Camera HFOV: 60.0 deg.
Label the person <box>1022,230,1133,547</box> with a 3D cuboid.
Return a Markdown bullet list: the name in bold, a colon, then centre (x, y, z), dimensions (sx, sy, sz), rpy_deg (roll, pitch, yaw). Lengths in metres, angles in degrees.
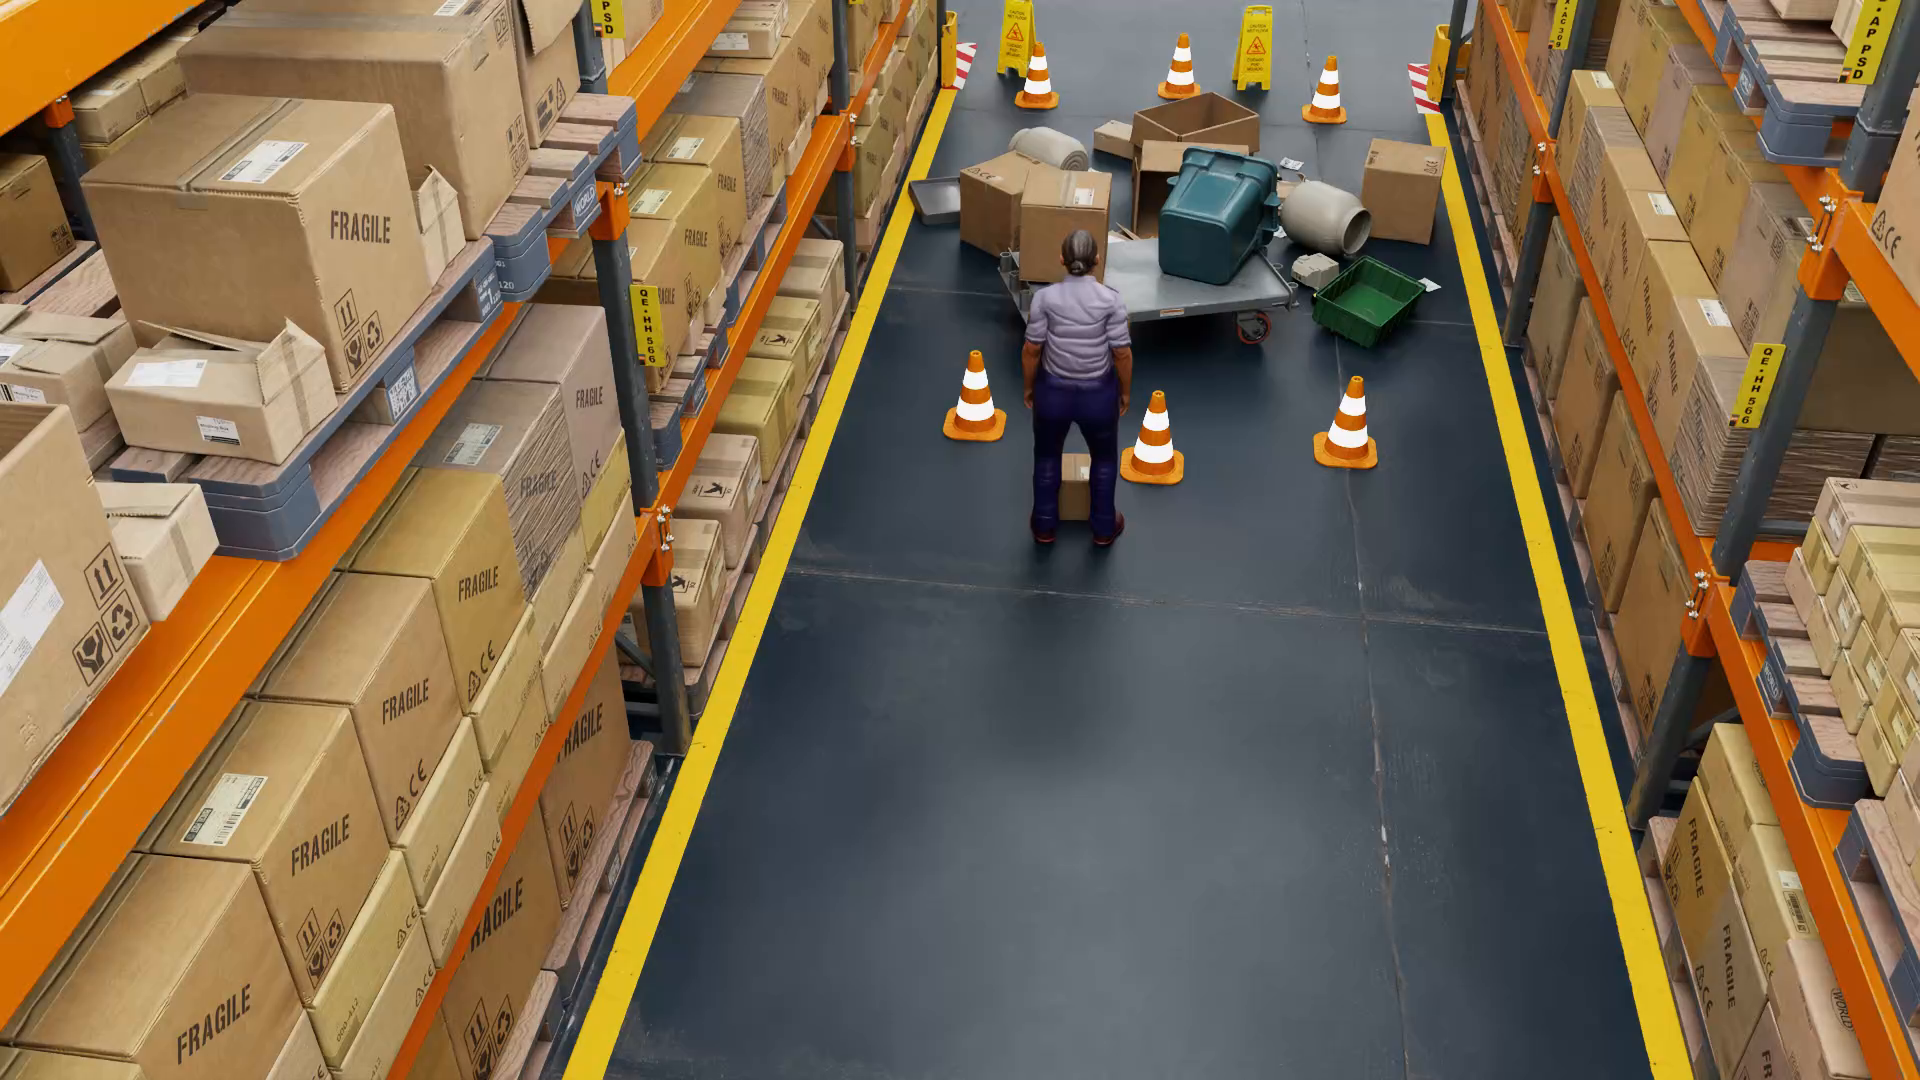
- **person**: centre (0.564, -0.696, 7.994), dimensions (0.537, 1.647, 0.374), rpy_deg (5, 37, 6)
